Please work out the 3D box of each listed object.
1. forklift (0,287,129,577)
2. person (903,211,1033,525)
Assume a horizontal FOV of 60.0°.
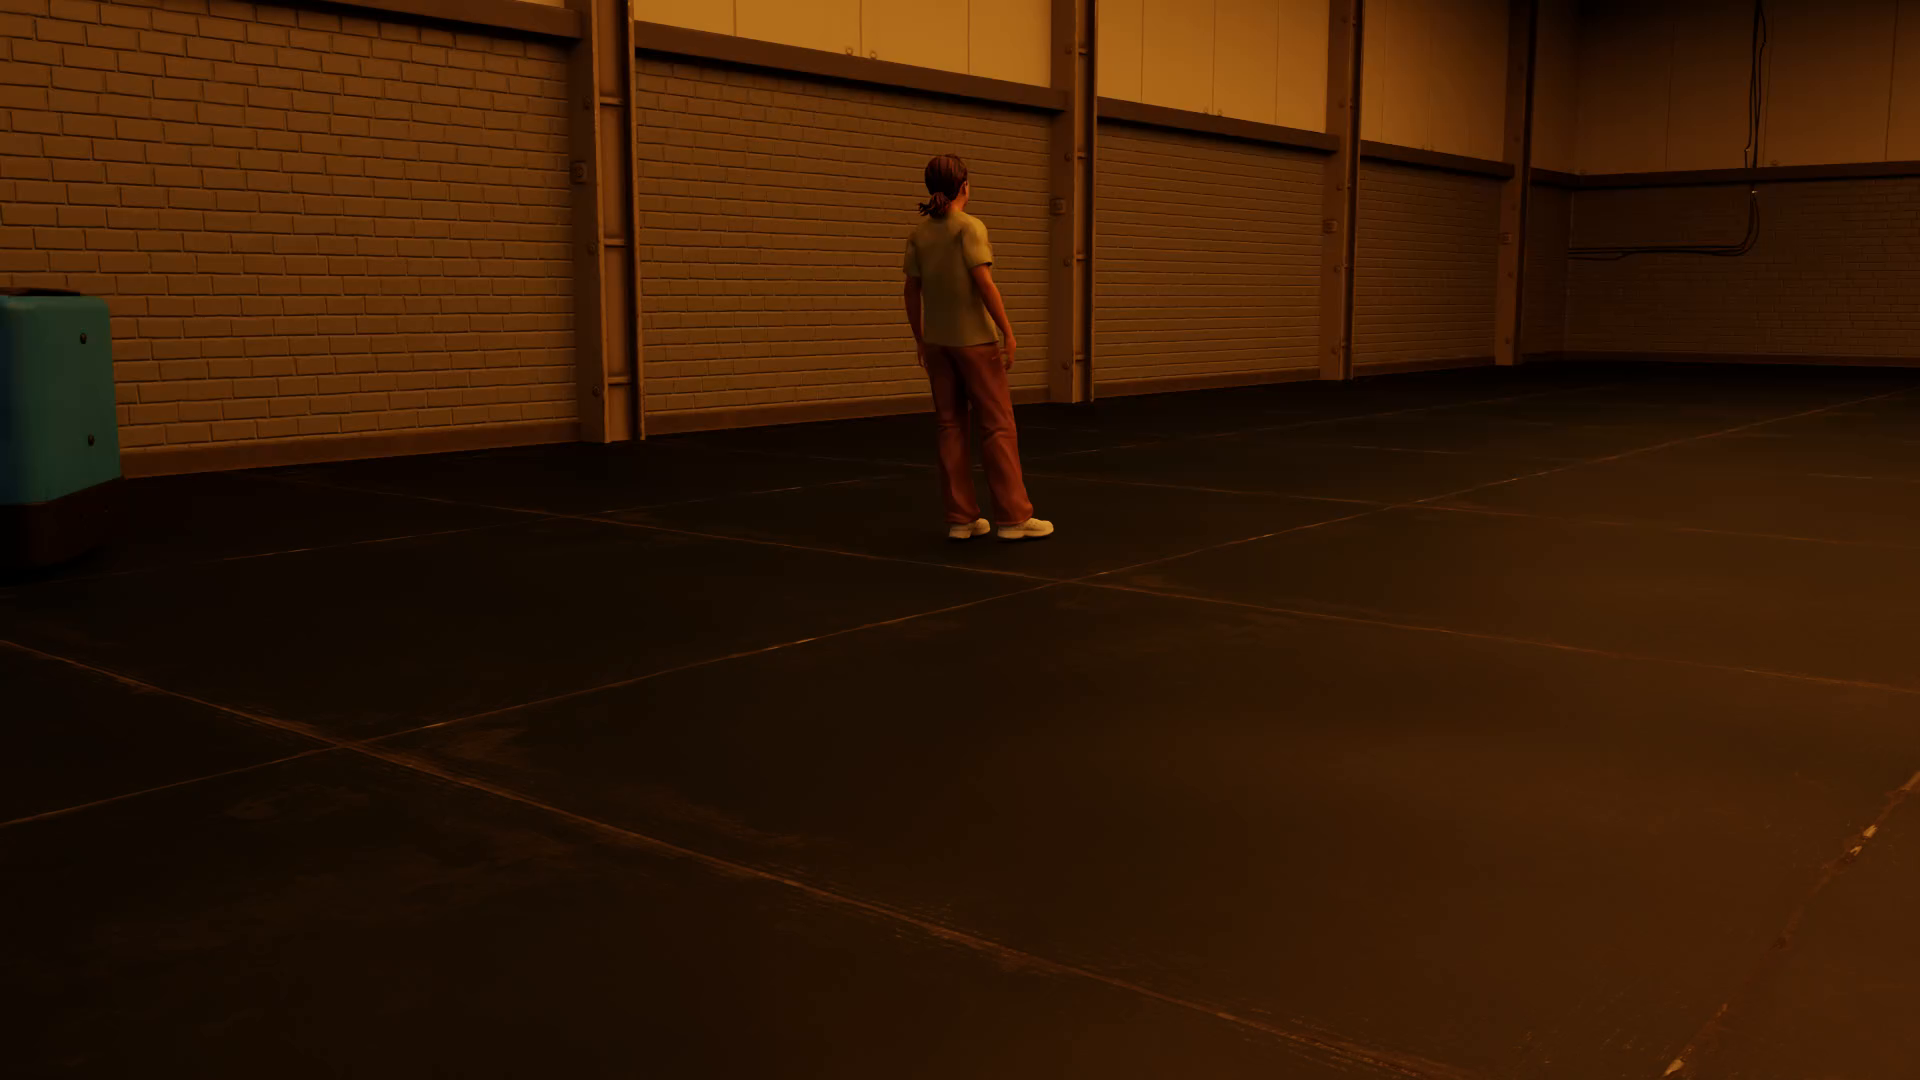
[{"bbox_3d":[-4.977,-1.311,6.240,3.031,2.935,1.130,-2,8,-10],"label":"forklift"},{"bbox_3d":[0.024,-0.749,7.313,0.518,1.361,0.395,7,11,38],"label":"person"}]
